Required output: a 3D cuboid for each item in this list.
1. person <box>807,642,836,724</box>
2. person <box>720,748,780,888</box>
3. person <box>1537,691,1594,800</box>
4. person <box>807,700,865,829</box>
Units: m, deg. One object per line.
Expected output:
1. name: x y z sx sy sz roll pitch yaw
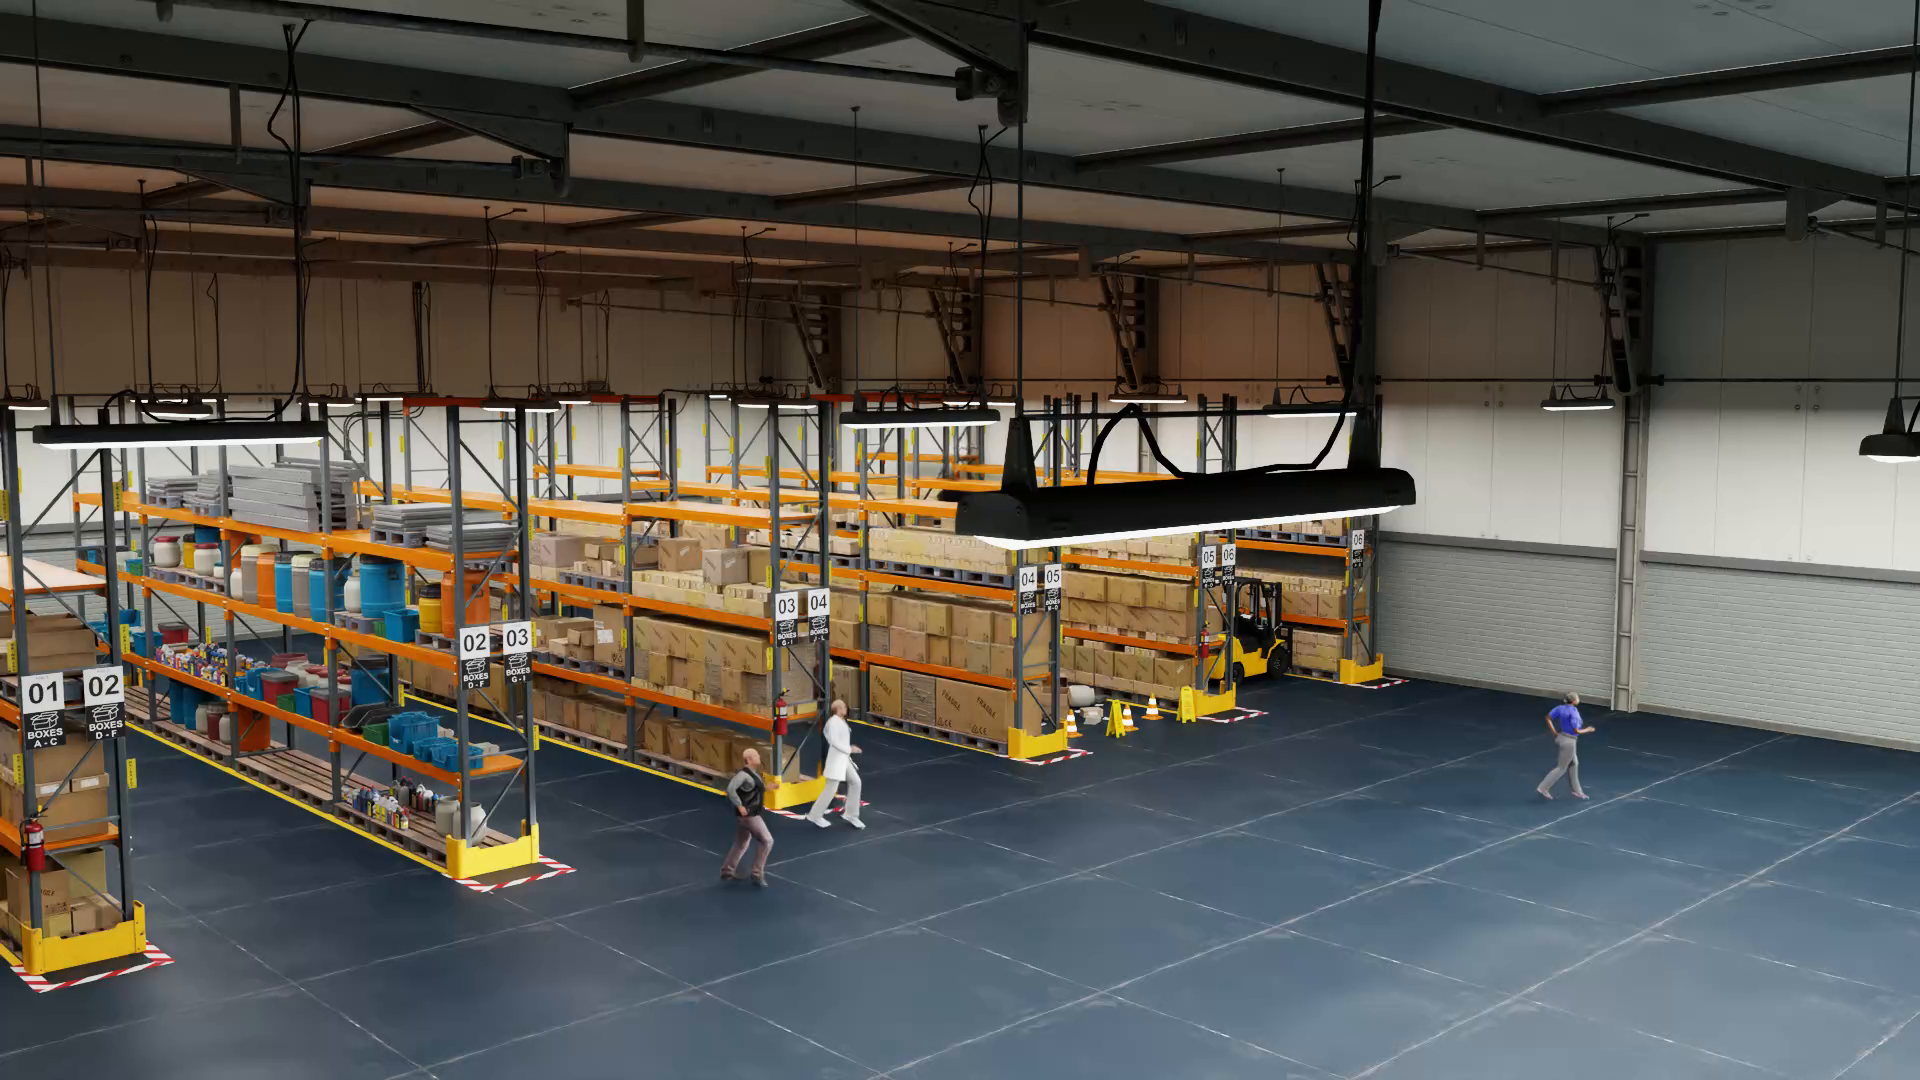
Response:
1. person: -2.545 2.527 30.172 0.818 1.834 0.698 5 8 44
2. person: -2.634 3.482 20.821 0.761 1.785 0.625 -1 6 -7
3. person: 9.058 3.093 24.914 0.899 1.675 0.539 -1 6 -6
4. person: -1.739 3.168 23.590 0.825 1.809 0.767 0 6 4
